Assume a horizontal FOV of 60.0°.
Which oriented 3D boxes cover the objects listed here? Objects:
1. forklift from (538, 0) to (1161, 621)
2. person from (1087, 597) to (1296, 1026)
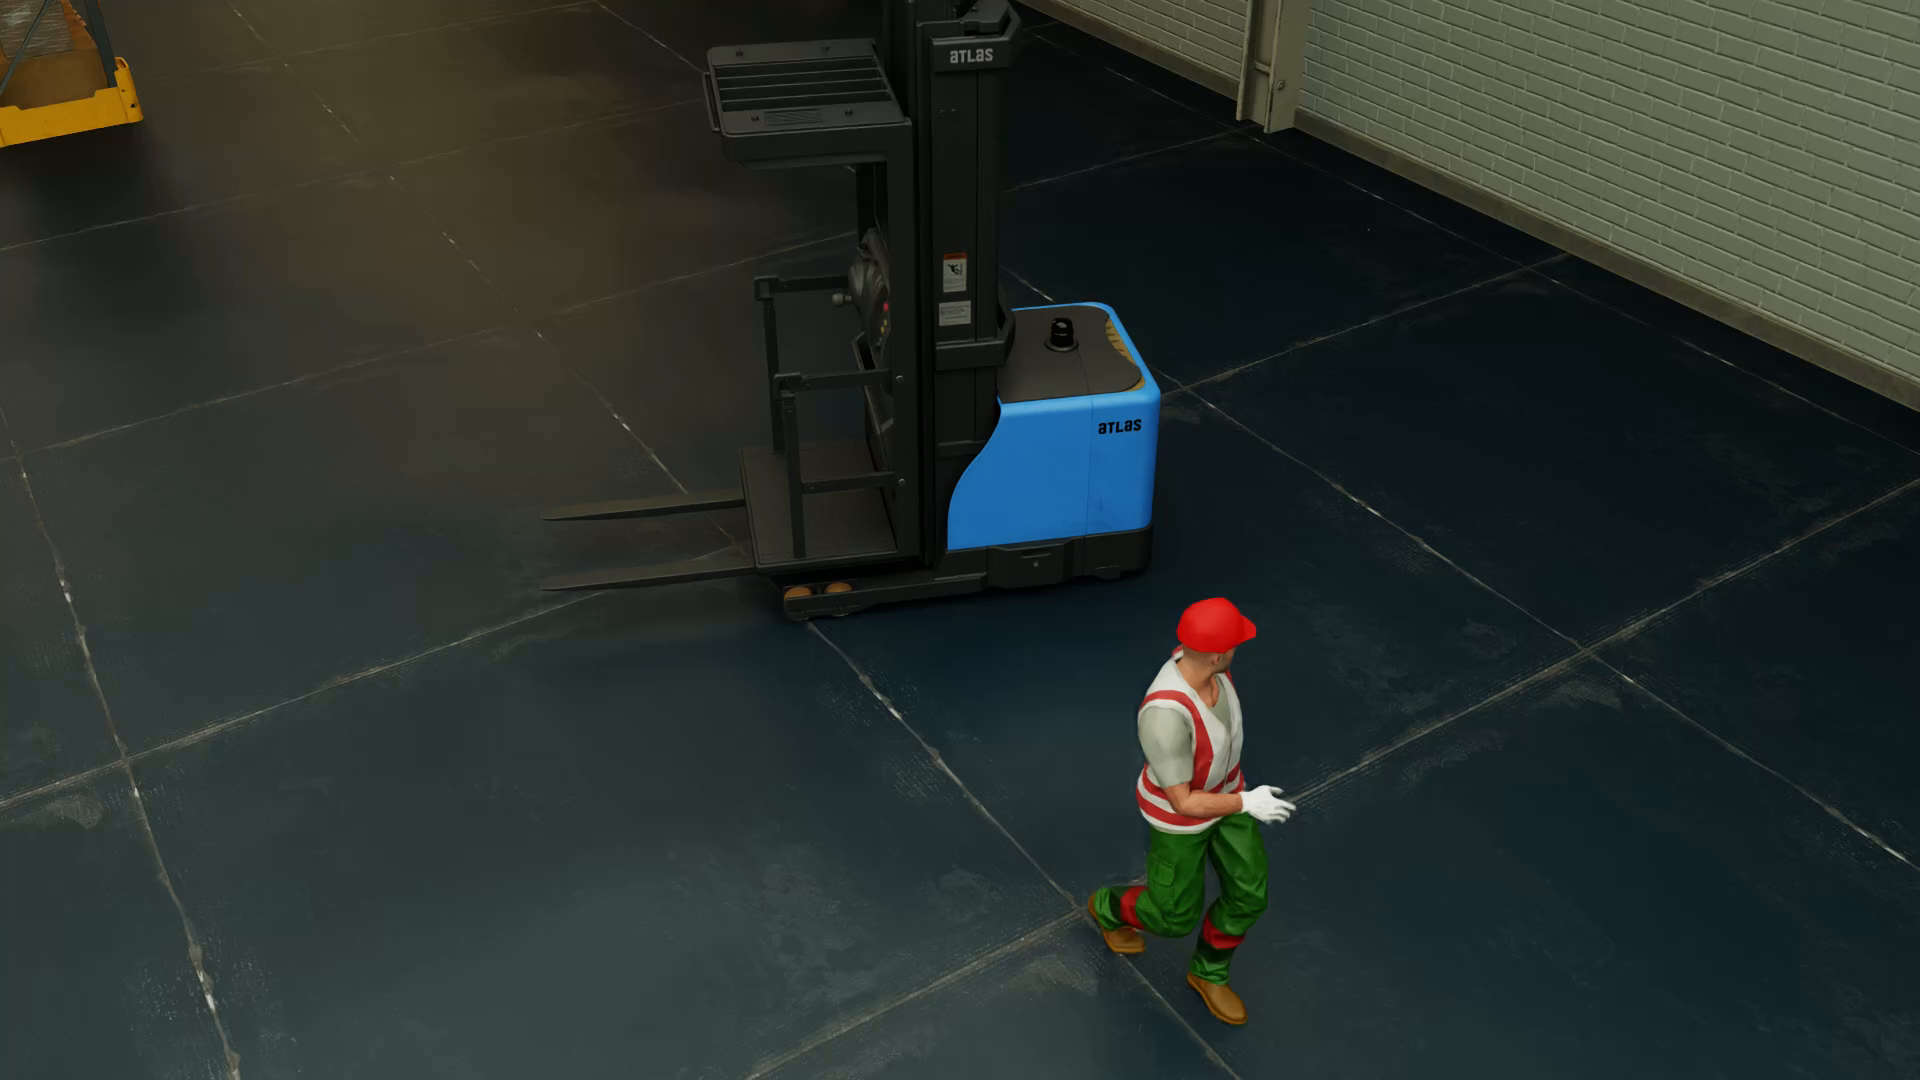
[{"bbox_3d":[-0.599,-1.134,7.761,3.031,2.935,1.130,-6,36,-9],"label":"forklift"},{"bbox_3d":[0.831,0.913,5.925,0.628,1.706,0.782,-27,43,-33],"label":"person"}]
